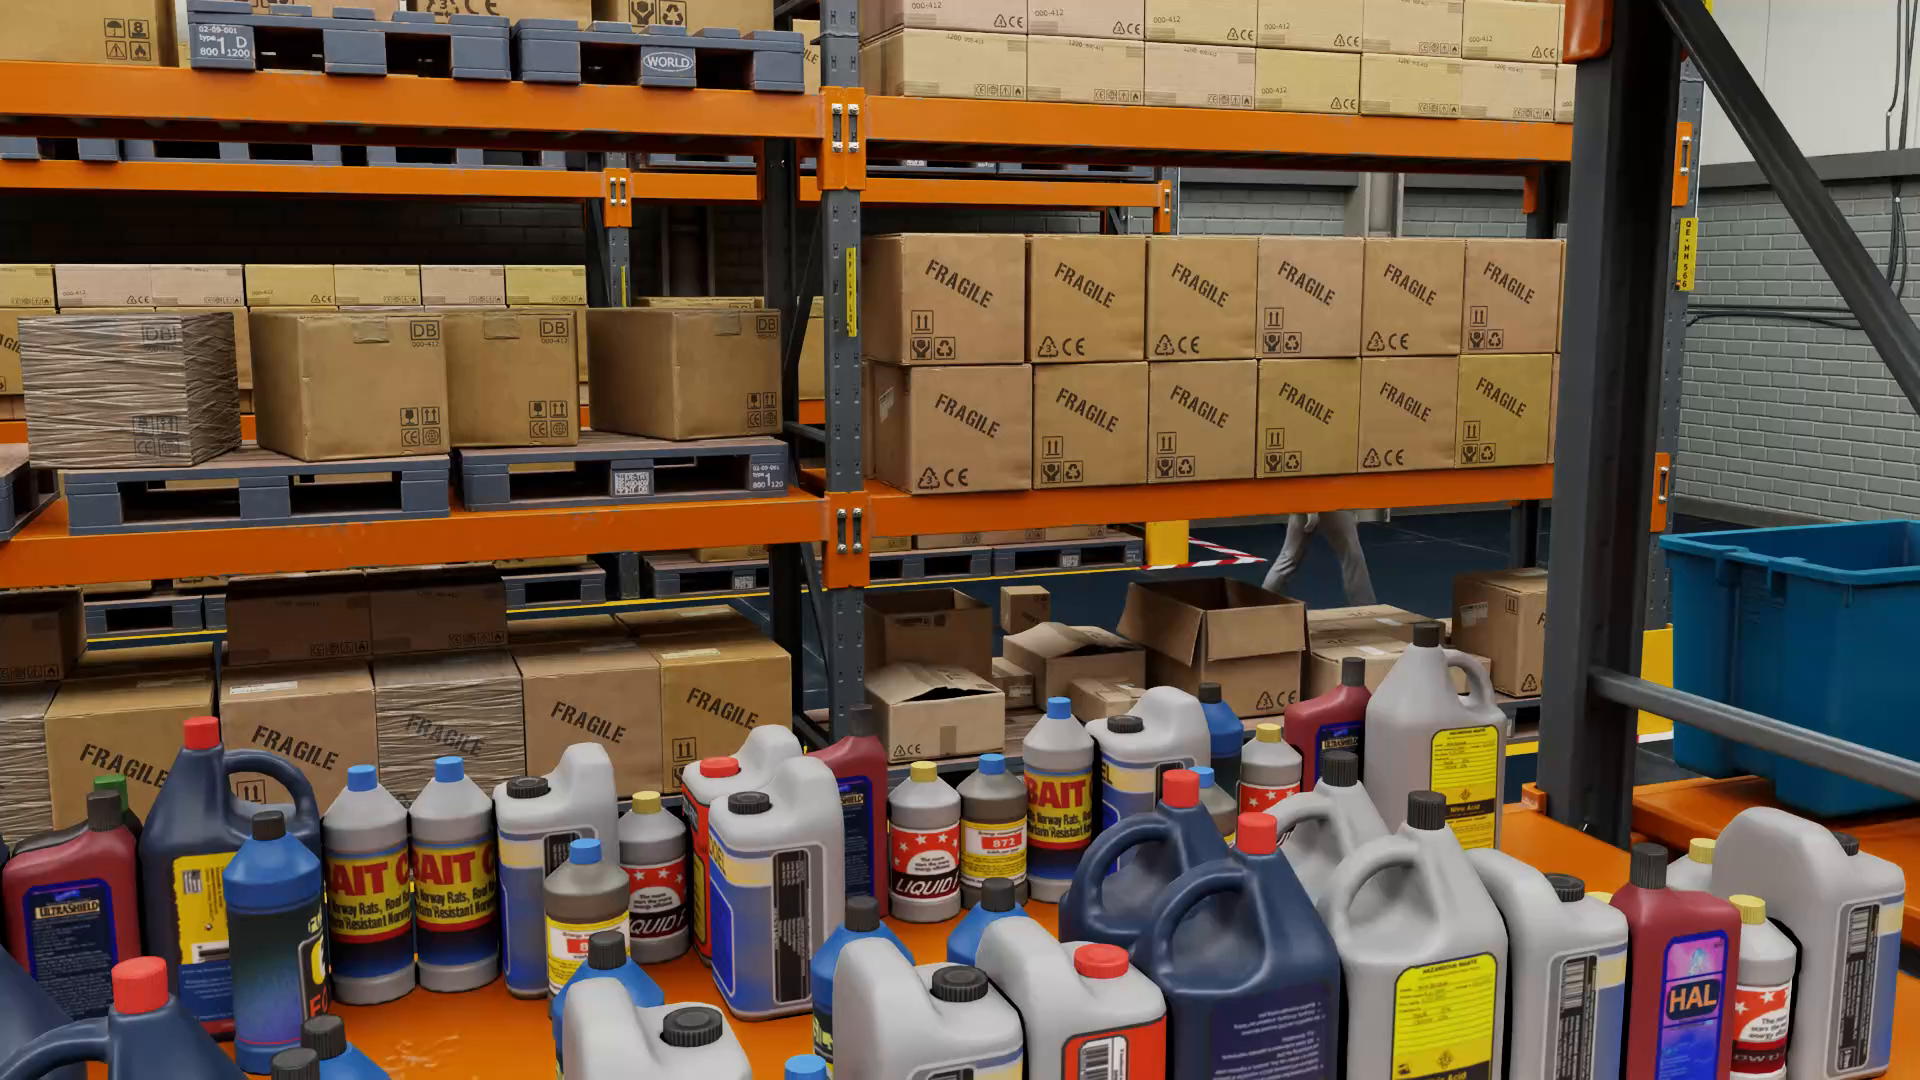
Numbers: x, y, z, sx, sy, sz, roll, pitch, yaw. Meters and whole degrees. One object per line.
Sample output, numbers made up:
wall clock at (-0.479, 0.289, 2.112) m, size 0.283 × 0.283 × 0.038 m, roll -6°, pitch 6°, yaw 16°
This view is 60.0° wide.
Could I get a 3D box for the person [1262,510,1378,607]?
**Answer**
person at (2.192, -0.249, 9.774) m, size 0.922 × 1.654 × 0.500 m, roll -1°, pitch 9°, yaw -5°
